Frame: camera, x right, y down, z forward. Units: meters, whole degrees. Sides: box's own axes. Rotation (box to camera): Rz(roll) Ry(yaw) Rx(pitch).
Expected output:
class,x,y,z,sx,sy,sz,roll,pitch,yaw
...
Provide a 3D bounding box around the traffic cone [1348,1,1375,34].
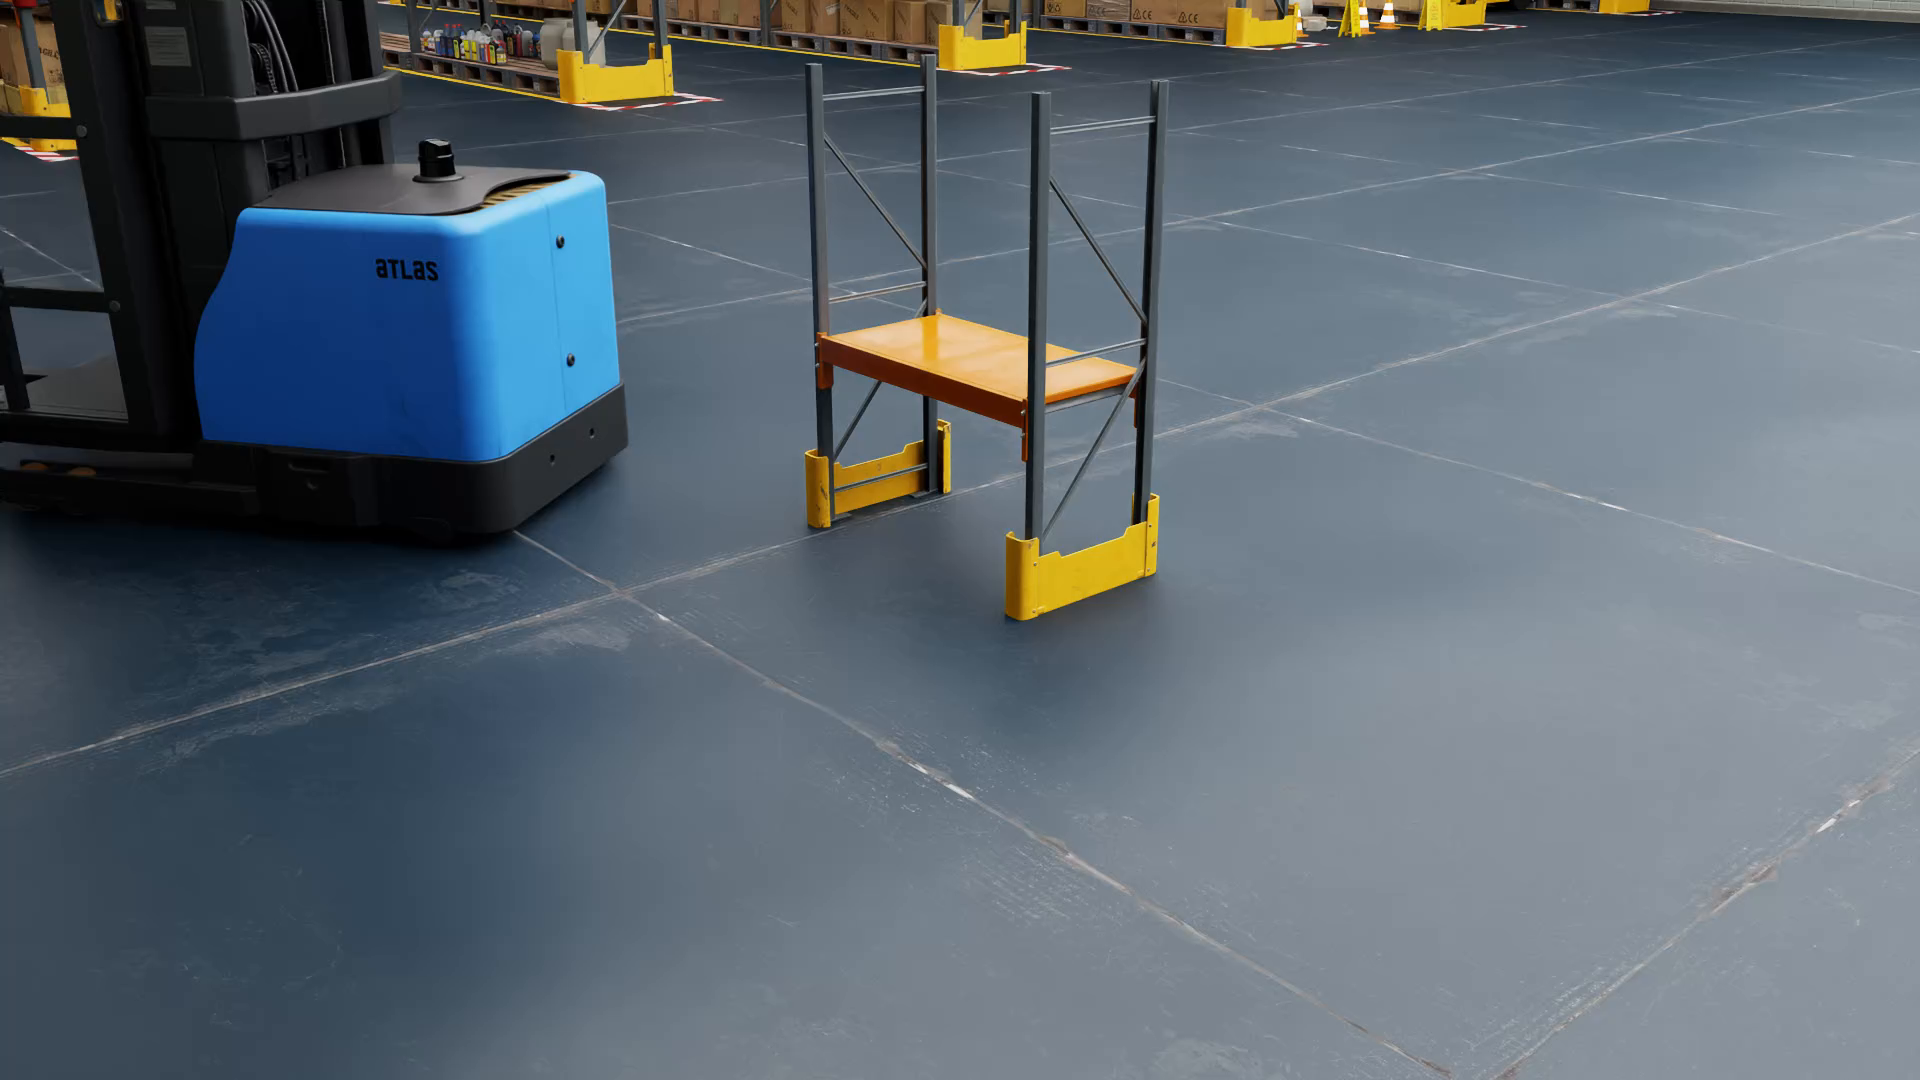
class,x,y,z,sx,sy,sz,roll,pitch,yaw
traffic cone,5.957,-7.738,24.606,0.336,0.463,0.334,-17,27,-37

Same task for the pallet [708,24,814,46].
class,x,y,z,sx,sy,sz,roll,pitch,yaw
pallet,-2.794,-7.128,23.394,1.003,0.211,1.213,-17,27,-37

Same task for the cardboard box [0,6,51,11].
class,x,y,z,sx,sy,sz,roll,pitch,yaw
cardboard box,-8.676,-4.765,15.702,0.500,0.500,0.500,-17,27,-37

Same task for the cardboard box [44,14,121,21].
class,x,y,z,sx,sy,sz,roll,pitch,yaw
cardboard box,-7.690,-4.353,14.650,0.500,0.500,0.500,-17,27,-37

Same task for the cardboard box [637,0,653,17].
class,x,y,z,sx,sy,sz,roll,pitch,yaw
cardboard box,-4.443,-8.178,25.074,0.700,0.500,0.500,-19,28,-40

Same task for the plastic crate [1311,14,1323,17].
class,x,y,z,sx,sy,sz,roll,pitch,yaw
plastic crate,5.627,-8.583,27.287,0.583,0.080,0.402,12,24,27

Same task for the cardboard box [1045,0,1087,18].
class,x,y,z,sx,sy,sz,roll,pitch,yaw
cardboard box,1.897,-8.380,25.105,0.875,0.875,0.875,-17,27,-37

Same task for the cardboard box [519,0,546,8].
class,x,y,z,sx,sy,sz,roll,pitch,yaw
cardboard box,-6.489,-9.210,27.222,1.225,0.875,0.875,-19,28,-39

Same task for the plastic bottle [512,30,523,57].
class,x,y,z,sx,sy,sz,roll,pitch,yaw
plastic bottle,-5.039,-5.650,18.917,0.061,0.283,0.133,-17,27,-37

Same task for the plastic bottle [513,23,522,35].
class,x,y,z,sx,sy,sz,roll,pitch,yaw
plastic bottle,-5.062,-5.753,19.087,0.144,0.351,0.185,-18,27,-38

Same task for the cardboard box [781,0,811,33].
class,x,y,z,sx,sy,sz,roll,pitch,yaw
cardboard box,-2.053,-7.123,22.410,0.500,0.500,0.500,-18,28,-39

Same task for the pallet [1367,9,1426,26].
class,x,y,z,sx,sy,sz,roll,pitch,yaw
pallet,7.281,-8.421,26.696,1.003,0.211,1.213,-17,27,-37

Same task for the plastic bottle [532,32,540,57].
class,x,y,z,sx,sy,sz,roll,pitch,yaw
plastic bottle,-4.794,-5.616,18.846,0.097,0.271,0.097,0,21,0

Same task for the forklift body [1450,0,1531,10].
class,x,y,z,sx,sy,sz,roll,pitch,yaw
forklift body,8.972,-10.343,28.942,2.313,2.155,1.214,-17,27,-37

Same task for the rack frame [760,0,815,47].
class,x,y,z,sx,sy,sz,roll,pitch,yaw
rack frame,-2.284,-8.212,22.337,1.000,3.000,0.127,-17,27,-37

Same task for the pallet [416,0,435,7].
class,x,y,z,sx,sy,sz,roll,pitch,yaw
pallet,-9.536,-10.027,30.794,1.003,0.211,1.213,-17,27,-37

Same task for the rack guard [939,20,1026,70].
class,x,y,z,sx,sy,sz,roll,pitch,yaw
rack guard,0.277,-5.964,20.025,1.175,0.500,0.348,-17,27,-37

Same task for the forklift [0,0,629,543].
class,x,y,z,sx,sy,sz,roll,pitch,yaw
forklift,-2.807,-1.626,5.616,3.031,2.935,1.130,5,22,13

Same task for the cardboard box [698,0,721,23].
class,x,y,z,sx,sy,sz,roll,pitch,yaw
cardboard box,-3.331,-7.718,23.901,0.500,0.500,0.700,20,29,41

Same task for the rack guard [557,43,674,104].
class,x,y,z,sx,sy,sz,roll,pitch,yaw
rack guard,-3.511,-4.774,16.986,1.175,0.500,0.348,-17,27,-37

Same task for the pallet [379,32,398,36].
class,x,y,z,sx,sy,sz,roll,pitch,yaw
pallet,-8.171,-6.616,22.087,1.003,0.211,1.213,-17,27,-37

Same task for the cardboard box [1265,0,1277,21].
class,x,y,z,sx,sy,sz,roll,pitch,yaw
cardboard box,4.770,-8.186,25.694,0.637,0.503,0.797,3,22,9

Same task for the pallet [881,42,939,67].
class,x,y,z,sx,sy,sz,roll,pitch,yaw
pallet,-0.226,-6.062,20.672,1.003,0.211,1.213,-17,27,-37

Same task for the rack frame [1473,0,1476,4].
class,x,y,z,sx,sy,sz,roll,pitch,yaw
rack frame,7.834,-9.466,25.539,1.000,3.000,0.127,-17,27,-37

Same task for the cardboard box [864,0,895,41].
class,x,y,z,sx,sy,sz,roll,pitch,yaw
cardboard box,-0.879,-6.649,21.200,0.500,0.500,0.500,-14,26,-33

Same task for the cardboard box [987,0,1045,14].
class,x,y,z,sx,sy,sz,roll,pitch,yaw
cardboard box,1.066,-8.663,25.997,1.050,0.750,0.750,-18,27,-38

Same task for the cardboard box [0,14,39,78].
class,x,y,z,sx,sy,sz,roll,pitch,yaw
cardboard box,-8.420,-4.364,14.679,0.500,0.500,0.500,-17,27,-37

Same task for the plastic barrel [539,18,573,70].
class,x,y,z,sx,sy,sz,roll,pitch,yaw
plastic barrel,-4.240,-5.267,17.654,0.421,0.512,0.421,0,21,0

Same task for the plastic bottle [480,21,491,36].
class,x,y,z,sx,sy,sz,roll,pitch,yaw
plastic bottle,-5.507,-5.861,19.363,0.144,0.351,0.185,-17,27,-37

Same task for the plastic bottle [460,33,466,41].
class,x,y,z,sx,sy,sz,roll,pitch,yaw
plastic bottle,-5.576,-5.562,18.708,0.097,0.271,0.097,0,21,0

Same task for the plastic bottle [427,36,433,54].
class,x,y,z,sx,sy,sz,roll,pitch,yaw
plastic bottle,-6.094,-5.714,19.194,0.097,0.201,0.097,0,21,0

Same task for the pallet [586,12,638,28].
class,x,y,z,sx,sy,sz,roll,pitch,yaw
pallet,-5.353,-8.254,26.269,1.003,0.211,1.213,-17,27,-37

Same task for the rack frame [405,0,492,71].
class,x,y,z,sx,sy,sz,roll,pitch,yaw
rack frame,-6.036,-7.033,19.327,1.000,3.000,0.127,-17,27,-37

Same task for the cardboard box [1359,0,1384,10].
class,x,y,z,sx,sy,sz,roll,pitch,yaw
cardboard box,6.771,-8.685,26.741,0.500,0.250,0.500,-17,27,-37

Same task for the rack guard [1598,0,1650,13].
class,x,y,z,sx,sy,sz,roll,pitch,yaw
rack guard,11.608,-9.478,28.997,1.175,0.500,0.348,-17,27,-37

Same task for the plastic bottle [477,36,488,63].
class,x,y,z,sx,sy,sz,roll,pitch,yaw
plastic bottle,-5.191,-5.382,18.243,0.152,0.276,0.135,-18,28,-39

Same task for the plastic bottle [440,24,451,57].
class,x,y,z,sx,sy,sz,roll,pitch,yaw
plastic bottle,-5.824,-5.682,18.908,0.144,0.351,0.185,-17,27,-36

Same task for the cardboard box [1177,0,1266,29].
class,x,y,z,sx,sy,sz,roll,pitch,yaw
cardboard box,3.658,-7.637,23.208,0.875,0.875,0.875,-17,27,-37

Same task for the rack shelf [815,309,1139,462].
class,x,y,z,sx,sy,sz,roll,pitch,yaw
rack shelf,0.056,-0.507,5.216,0.538,0.185,1.000,-17,27,-37

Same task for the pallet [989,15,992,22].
class,x,y,z,sx,sy,sz,roll,pitch,yaw
pallet,0.178,-8.599,27.149,1.003,0.211,1.213,-17,27,-37

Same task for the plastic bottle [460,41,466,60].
class,x,y,z,sx,sy,sz,roll,pitch,yaw
plastic bottle,-5.534,-5.477,18.588,0.097,0.201,0.097,0,21,0

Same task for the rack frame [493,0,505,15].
class,x,y,z,sx,sy,sz,roll,pitch,yaw
rack frame,-7.506,-10.422,27.980,1.000,3.000,0.127,-17,27,-37

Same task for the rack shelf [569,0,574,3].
class,x,y,z,sx,sy,sz,roll,pitch,yaw
rack shelf,-4.731,-6.145,18.047,1.077,0.370,4.000,-17,27,-37

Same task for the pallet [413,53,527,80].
class,x,y,z,sx,sy,sz,roll,pitch,yaw
pallet,-5.630,-5.539,19.336,1.003,0.211,1.213,-17,27,-37

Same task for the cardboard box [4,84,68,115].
class,x,y,z,sx,sy,sz,roll,pitch,yaw
cardboard box,-7.754,-3.743,14.121,0.500,0.250,0.500,-17,27,-37

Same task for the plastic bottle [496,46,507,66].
class,x,y,z,sx,sy,sz,roll,pitch,yaw
plastic bottle,-4.956,-5.233,17.964,0.097,0.201,0.097,0,21,0

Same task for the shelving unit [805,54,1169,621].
class,x,y,z,sx,sy,sz,roll,pitch,yaw
shelving unit,0.050,-0.677,5.157,0.587,1.500,1.083,-17,27,-37

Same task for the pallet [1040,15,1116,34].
class,x,y,z,sx,sy,sz,roll,pitch,yaw
pallet,1.976,-7.838,25.205,1.003,0.211,1.213,-17,27,-37

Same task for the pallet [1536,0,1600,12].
class,x,y,z,sx,sy,sz,roll,pitch,yaw
pallet,11.061,-9.551,29.581,1.003,0.211,1.213,-17,27,-37
